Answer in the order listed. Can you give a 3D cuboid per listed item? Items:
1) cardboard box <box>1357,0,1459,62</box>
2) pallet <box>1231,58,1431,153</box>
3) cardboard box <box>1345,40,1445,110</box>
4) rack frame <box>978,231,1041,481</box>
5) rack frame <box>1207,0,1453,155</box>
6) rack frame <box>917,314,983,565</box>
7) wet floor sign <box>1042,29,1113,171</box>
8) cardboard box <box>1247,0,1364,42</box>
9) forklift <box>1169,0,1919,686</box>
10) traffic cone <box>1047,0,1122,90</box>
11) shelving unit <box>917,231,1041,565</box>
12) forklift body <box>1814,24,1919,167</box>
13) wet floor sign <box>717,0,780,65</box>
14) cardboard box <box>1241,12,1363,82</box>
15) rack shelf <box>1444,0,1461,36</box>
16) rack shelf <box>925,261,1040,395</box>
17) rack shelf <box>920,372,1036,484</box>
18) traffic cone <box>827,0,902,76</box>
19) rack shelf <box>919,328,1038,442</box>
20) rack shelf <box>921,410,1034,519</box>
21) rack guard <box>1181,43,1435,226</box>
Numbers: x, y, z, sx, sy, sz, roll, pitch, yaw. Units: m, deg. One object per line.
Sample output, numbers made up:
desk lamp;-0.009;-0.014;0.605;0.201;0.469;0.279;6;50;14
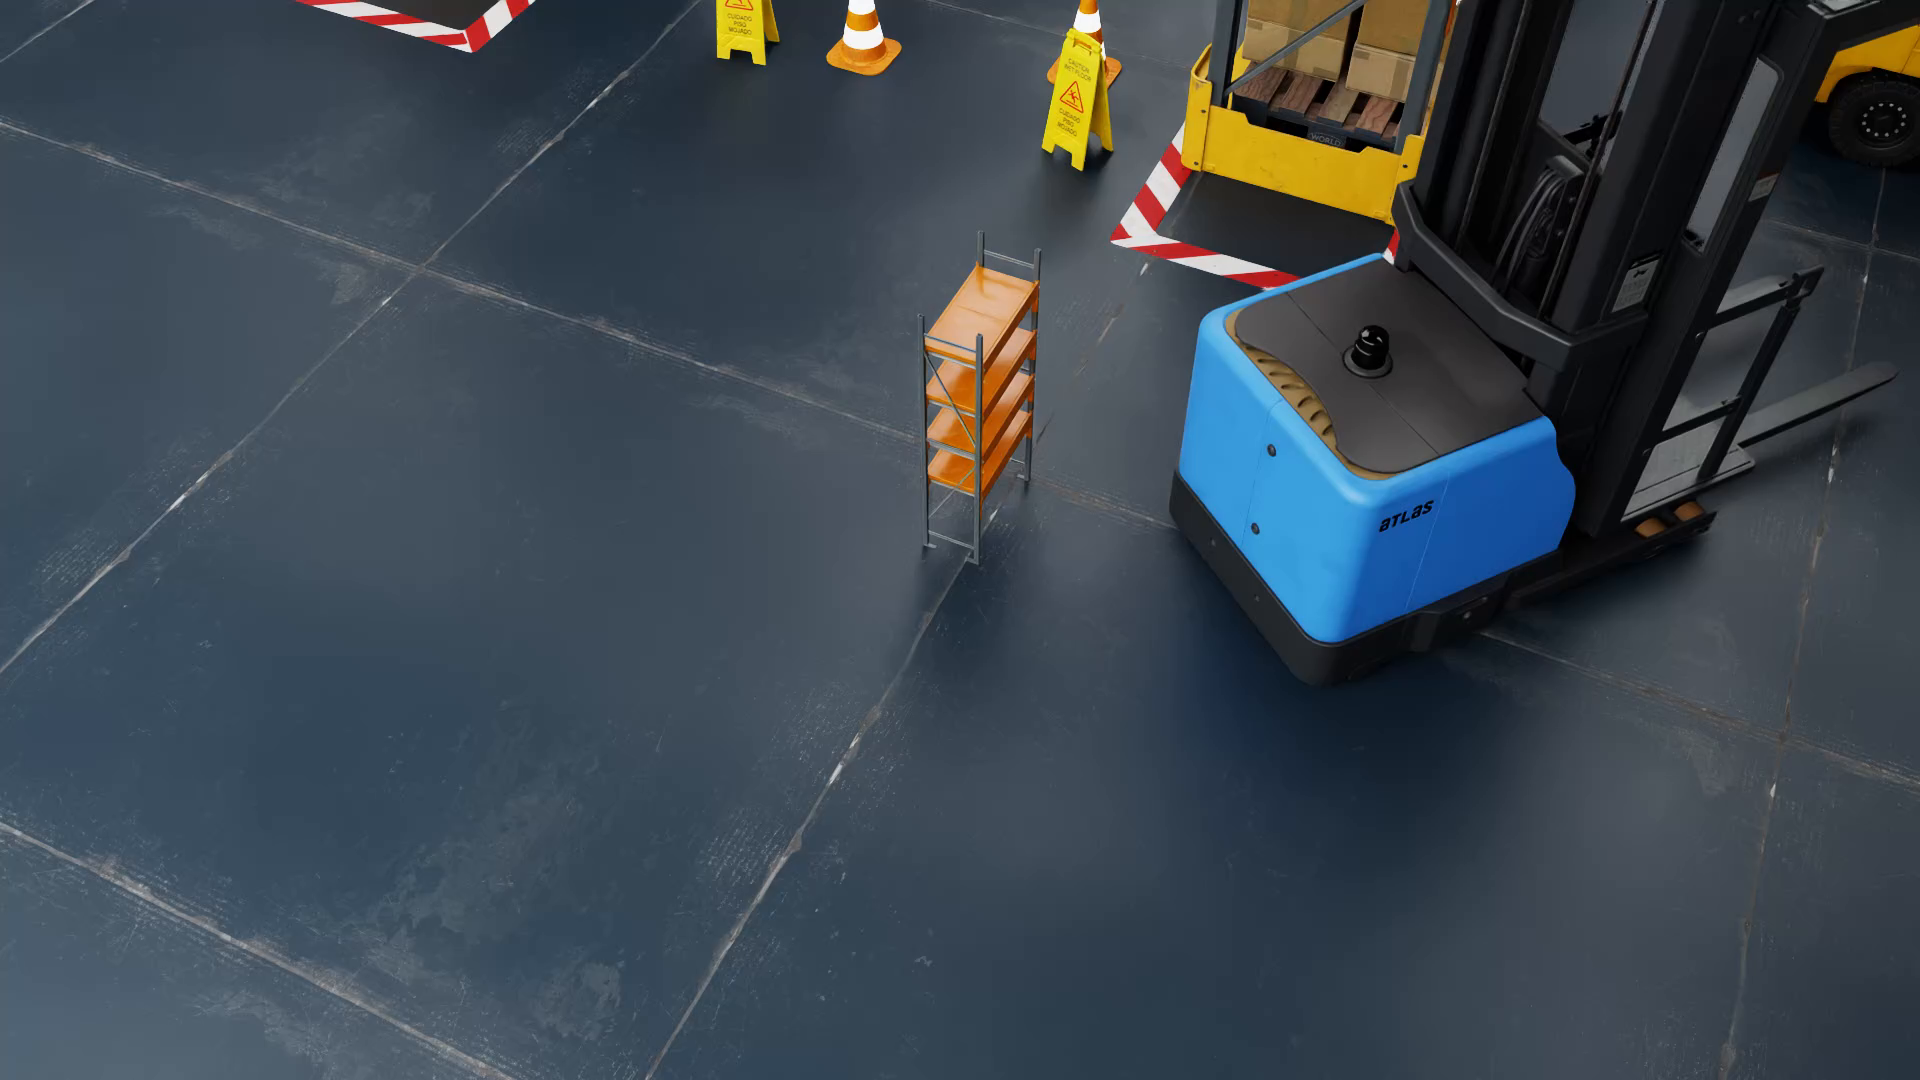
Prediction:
cardboard box;2.233;-2.651;7.889;0.500;0.500;0.500;18;52;15
pallet;2.040;-2.378;8.450;1.003;0.211;1.213;20;52;16
cardboard box;2.223;-2.392;8.160;0.500;0.250;0.500;19;52;16
rack frame;0.175;-0.671;6.348;0.240;1.200;0.015;20;52;16
rack frame;1.628;-2.681;6.877;1.000;3.000;0.127;20;52;16
rack frame;-0.034;-0.335;6.062;0.240;1.200;0.015;20;52;16
wet floor sign;0.580;-2.135;7.958;0.232;0.644;0.267;-37;59;-27
cardboard box;1.735;-2.806;8.020;0.500;0.500;0.500;20;53;16
forklift;2.379;-1.218;5.677;3.031;2.935;1.130;-21;53;-17
traffic cone;0.646;-2.575;8.452;0.336;0.463;0.334;20;52;16
shelving unit;0.071;-0.503;6.205;0.258;1.200;0.503;20;52;16
forklift body;5.278;-2.693;7.444;2.313;2.155;1.214;20;52;16
wet floor sign;-1.113;-2.795;8.520;0.267;0.644;0.232;12;51;10
cardboard box;1.741;-2.587;8.326;0.500;0.250;0.500;20;52;16
rack shelf;2.483;-3.825;8.323;1.077;0.370;4.000;20;52;16
rack shelf;0.071;-0.757;5.906;0.258;0.148;0.480;20;52;16
rack shelf;0.071;-0.459;6.256;0.258;0.148;0.480;20;52;16
traffic cone;-0.503;-2.702;8.560;0.336;0.463;0.334;20;52;16
rack shelf;0.071;-0.604;6.086;0.258;0.148;0.480;20;52;16
rack shelf;0.071;-0.331;6.408;0.258;0.148;0.480;20;52;16
rack guard;1.661;-1.923;7.873;1.175;0.500;0.348;20;52;16
